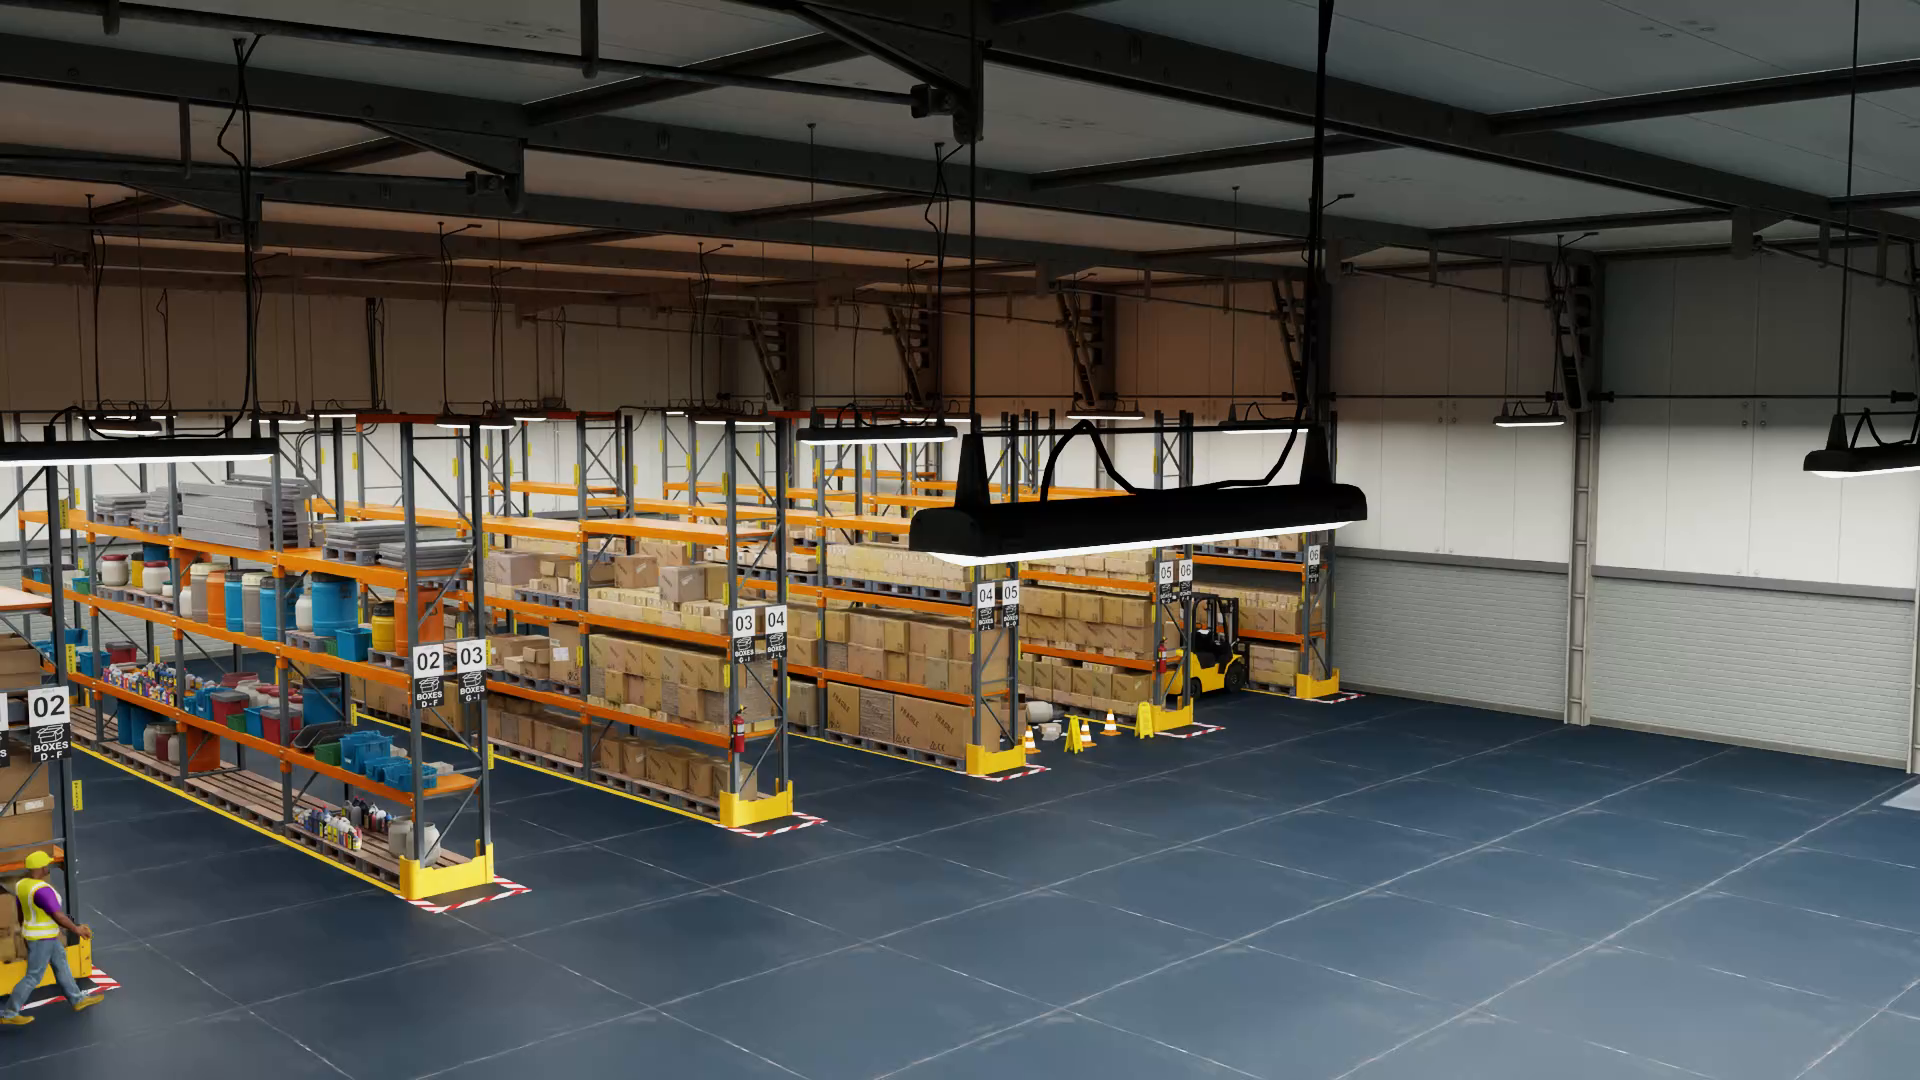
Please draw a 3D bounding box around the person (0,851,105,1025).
[{"bbox_3d":[-9.229,3.995,16.862,0.970,1.728,0.581,-4,6,-38],"label":"person"}]
